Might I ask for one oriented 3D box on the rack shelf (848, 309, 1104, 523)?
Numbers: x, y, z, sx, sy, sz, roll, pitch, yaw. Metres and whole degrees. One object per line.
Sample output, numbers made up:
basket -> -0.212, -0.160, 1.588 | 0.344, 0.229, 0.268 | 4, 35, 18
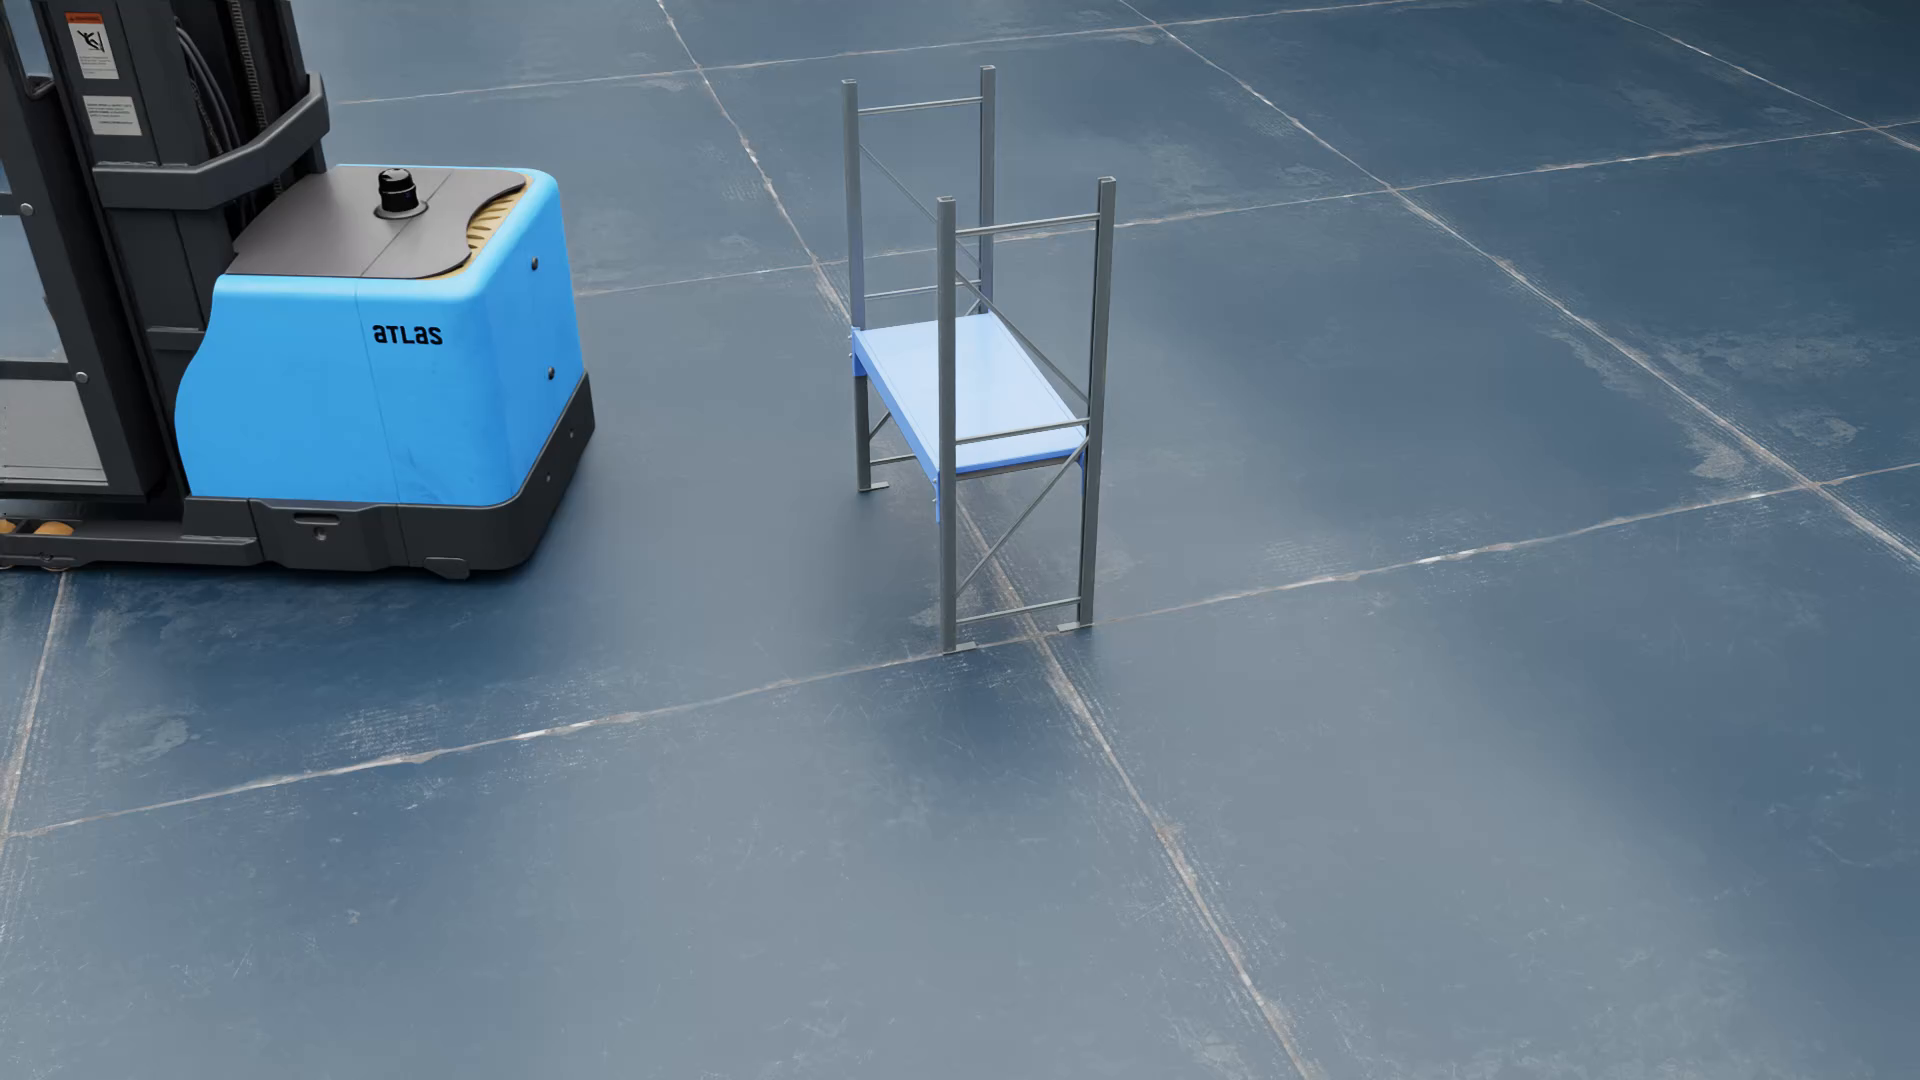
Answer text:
rack shelf -> 0.026, -0.431, 5.368 | 0.538, 0.185, 1.000 | -10, 35, -15

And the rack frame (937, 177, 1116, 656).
rack frame -> 0.181, -0.314, 4.865 | 0.500, 1.500, 0.032 | -10, 35, -15

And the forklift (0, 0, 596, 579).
forklift -> -2.912, -1.405, 5.217 | 3.031, 2.935, 1.130 | 2, 34, 3

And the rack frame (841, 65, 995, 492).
rack frame -> -0.129, -0.848, 5.673 | 0.500, 1.500, 0.032 | -10, 35, -15

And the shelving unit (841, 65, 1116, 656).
shelving unit -> 0.026, -0.581, 5.269 | 0.538, 1.500, 1.048 | -10, 35, -15
